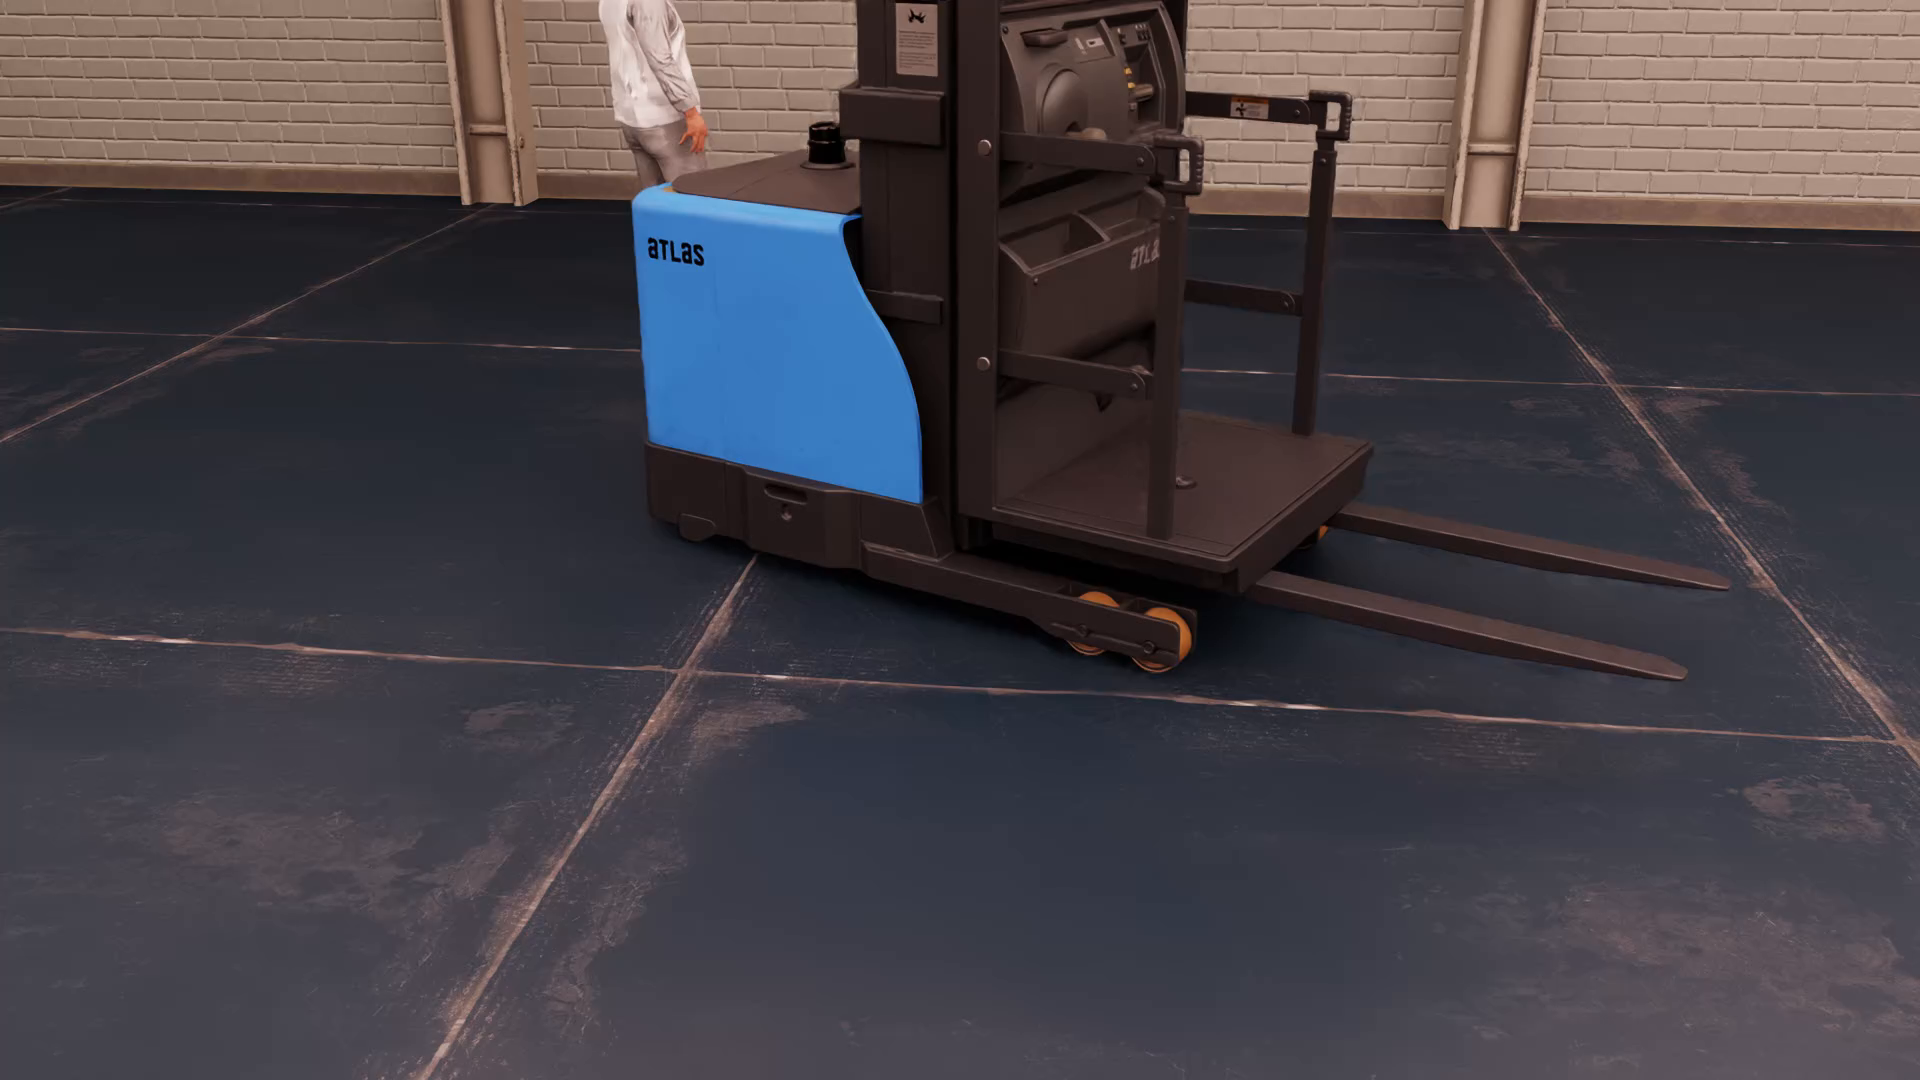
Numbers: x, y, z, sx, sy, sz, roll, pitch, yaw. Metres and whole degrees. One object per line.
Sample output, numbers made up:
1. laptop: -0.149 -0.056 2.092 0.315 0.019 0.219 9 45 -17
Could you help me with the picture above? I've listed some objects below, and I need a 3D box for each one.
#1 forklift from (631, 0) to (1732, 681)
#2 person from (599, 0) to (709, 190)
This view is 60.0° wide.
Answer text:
1. forklift: 0.544 -1.241 4.335 3.031 2.935 1.130 13 25 30
2. person: -1.295 -1.924 7.567 0.566 1.778 0.639 -14 26 -32
